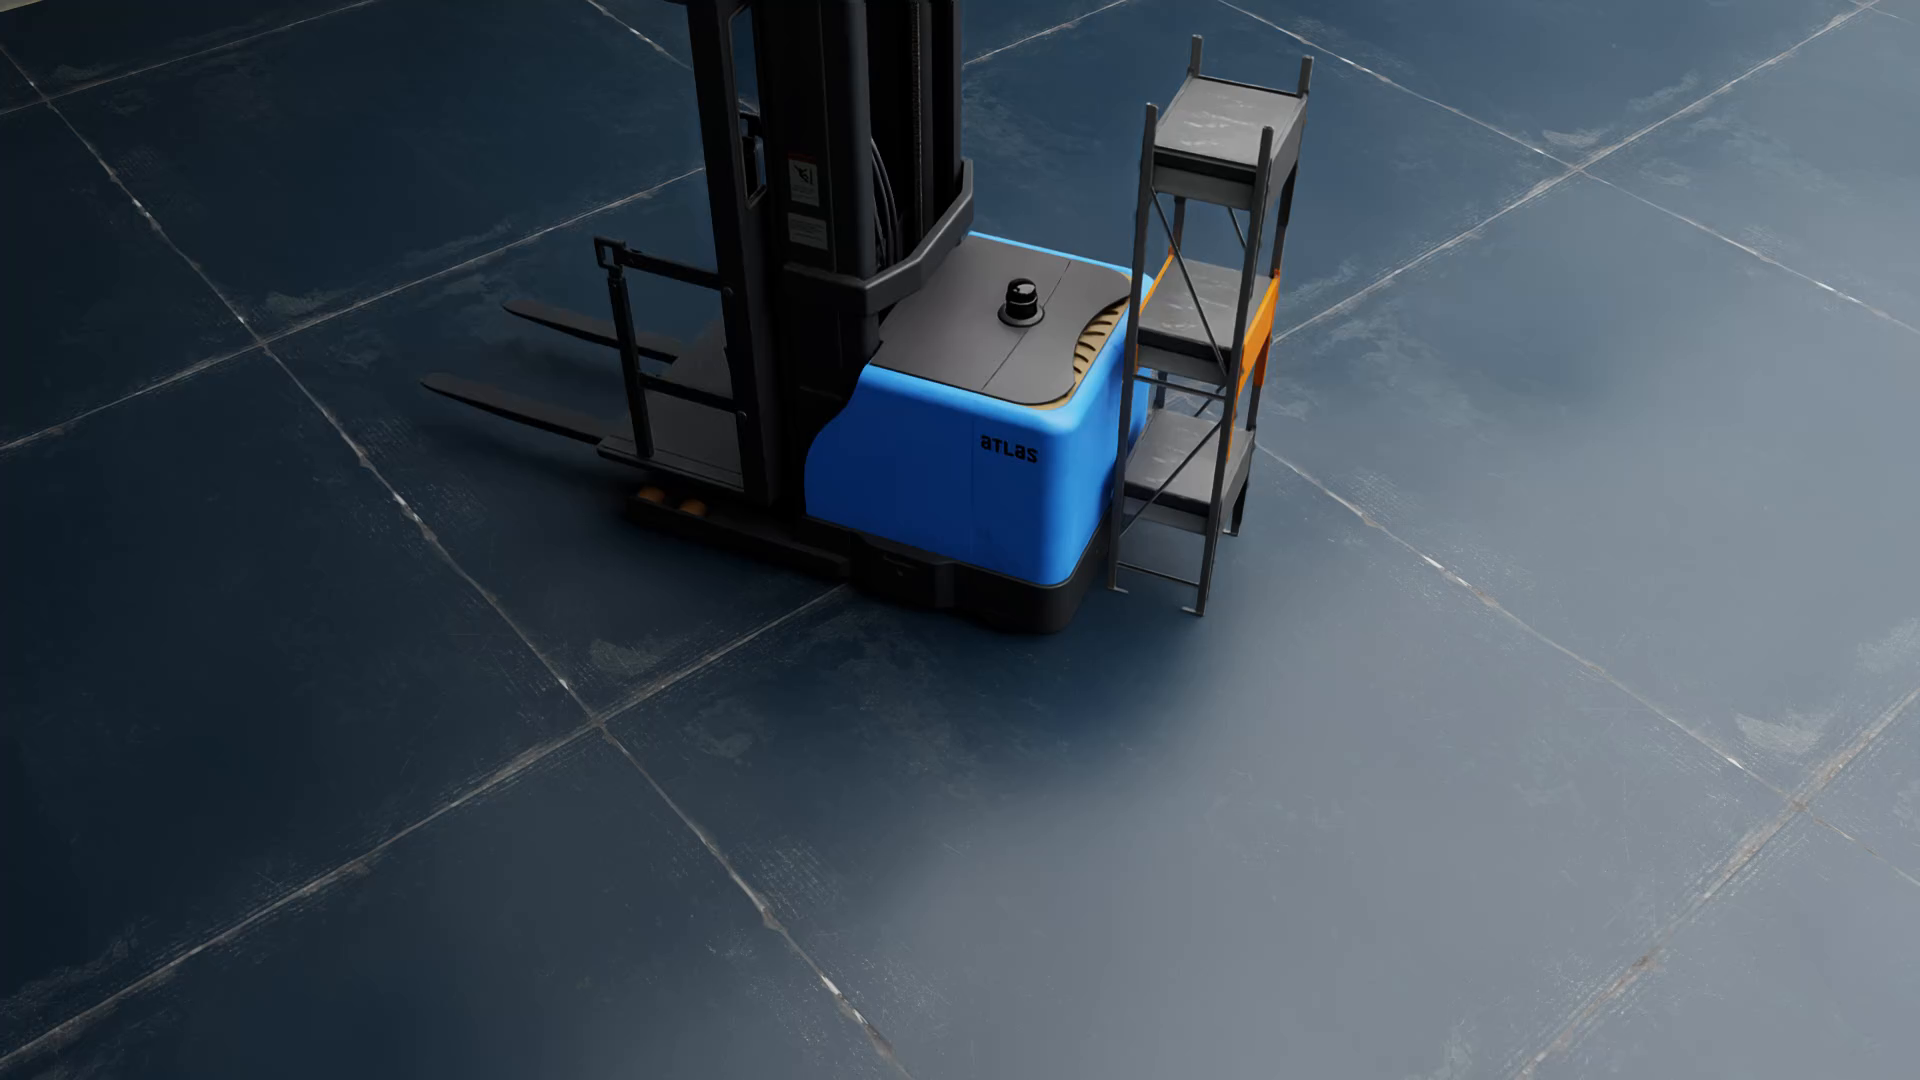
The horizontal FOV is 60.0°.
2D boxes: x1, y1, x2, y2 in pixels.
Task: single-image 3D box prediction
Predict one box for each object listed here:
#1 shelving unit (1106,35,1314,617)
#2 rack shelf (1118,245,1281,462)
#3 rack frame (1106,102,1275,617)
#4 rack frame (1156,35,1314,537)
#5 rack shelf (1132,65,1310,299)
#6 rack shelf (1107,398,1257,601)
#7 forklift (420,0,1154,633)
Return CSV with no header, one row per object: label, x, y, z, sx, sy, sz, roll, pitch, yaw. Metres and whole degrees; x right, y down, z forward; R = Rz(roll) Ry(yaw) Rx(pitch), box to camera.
shelving unit,0.854,-0.679,5.939,0.431,2.100,0.503,16,45,16
rack shelf,0.854,-0.669,5.948,0.431,0.518,0.480,16,45,16
rack frame,0.760,-0.525,5.775,0.400,2.100,0.015,16,45,16
rack frame,0.948,-0.833,6.103,0.400,2.100,0.015,16,45,16
rack shelf,0.854,-1.179,5.469,0.431,0.518,0.480,16,45,16
rack shelf,0.854,-0.159,6.428,0.431,0.518,0.480,16,45,16
forklift,-0.803,-1.384,6.082,3.031,2.935,1.130,17,46,17
